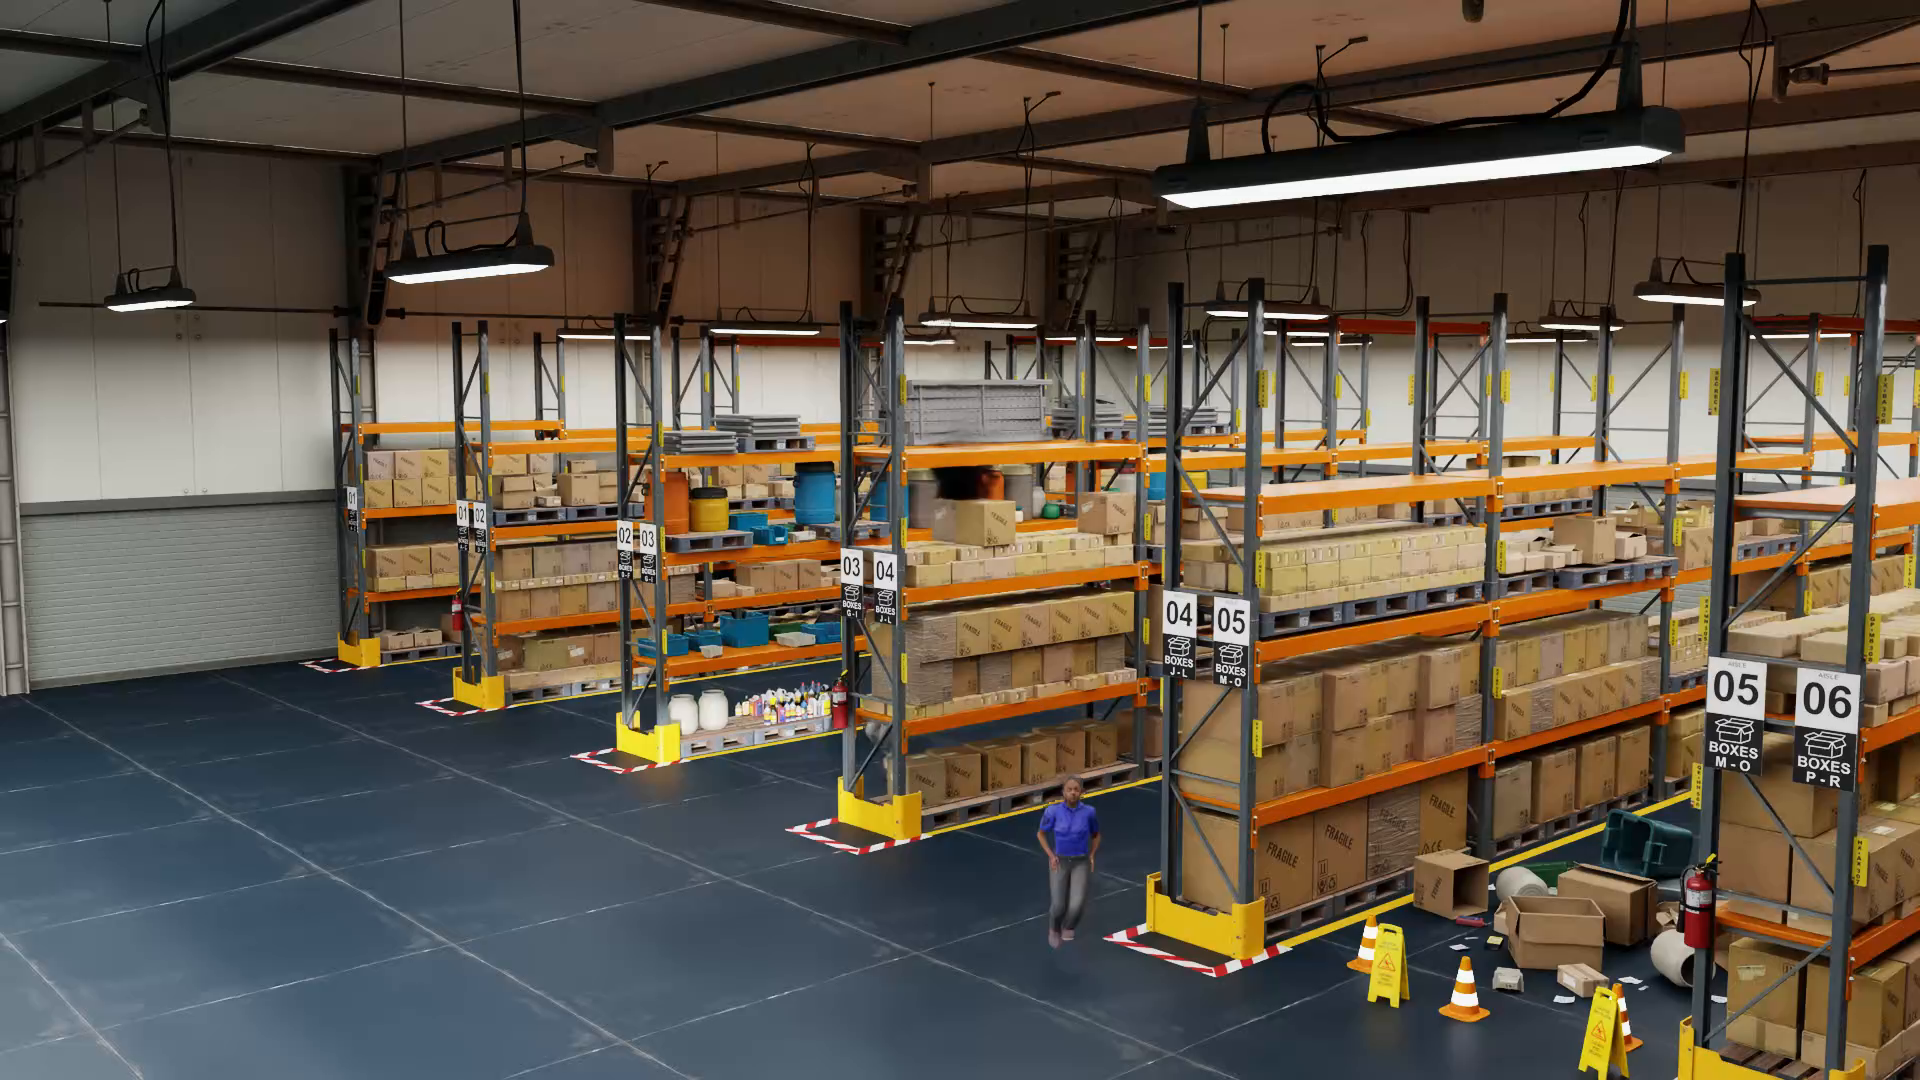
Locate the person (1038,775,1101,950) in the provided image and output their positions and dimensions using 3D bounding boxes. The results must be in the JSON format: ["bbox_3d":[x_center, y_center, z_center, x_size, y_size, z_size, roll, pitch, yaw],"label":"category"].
[{"bbox_3d":[0.962,2.832,14.389,0.555,1.593,0.558,0,6,-4],"label":"person"}]

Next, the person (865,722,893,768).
[{"bbox_3d":[-0.921,2.075,21.207,0.610,1.534,0.612,-5,7,-40],"label":"person"}]

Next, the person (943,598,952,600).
[{"bbox_3d":[-0.126,1.374,30.227,0.589,1.632,0.597,4,7,38],"label":"person"}]
